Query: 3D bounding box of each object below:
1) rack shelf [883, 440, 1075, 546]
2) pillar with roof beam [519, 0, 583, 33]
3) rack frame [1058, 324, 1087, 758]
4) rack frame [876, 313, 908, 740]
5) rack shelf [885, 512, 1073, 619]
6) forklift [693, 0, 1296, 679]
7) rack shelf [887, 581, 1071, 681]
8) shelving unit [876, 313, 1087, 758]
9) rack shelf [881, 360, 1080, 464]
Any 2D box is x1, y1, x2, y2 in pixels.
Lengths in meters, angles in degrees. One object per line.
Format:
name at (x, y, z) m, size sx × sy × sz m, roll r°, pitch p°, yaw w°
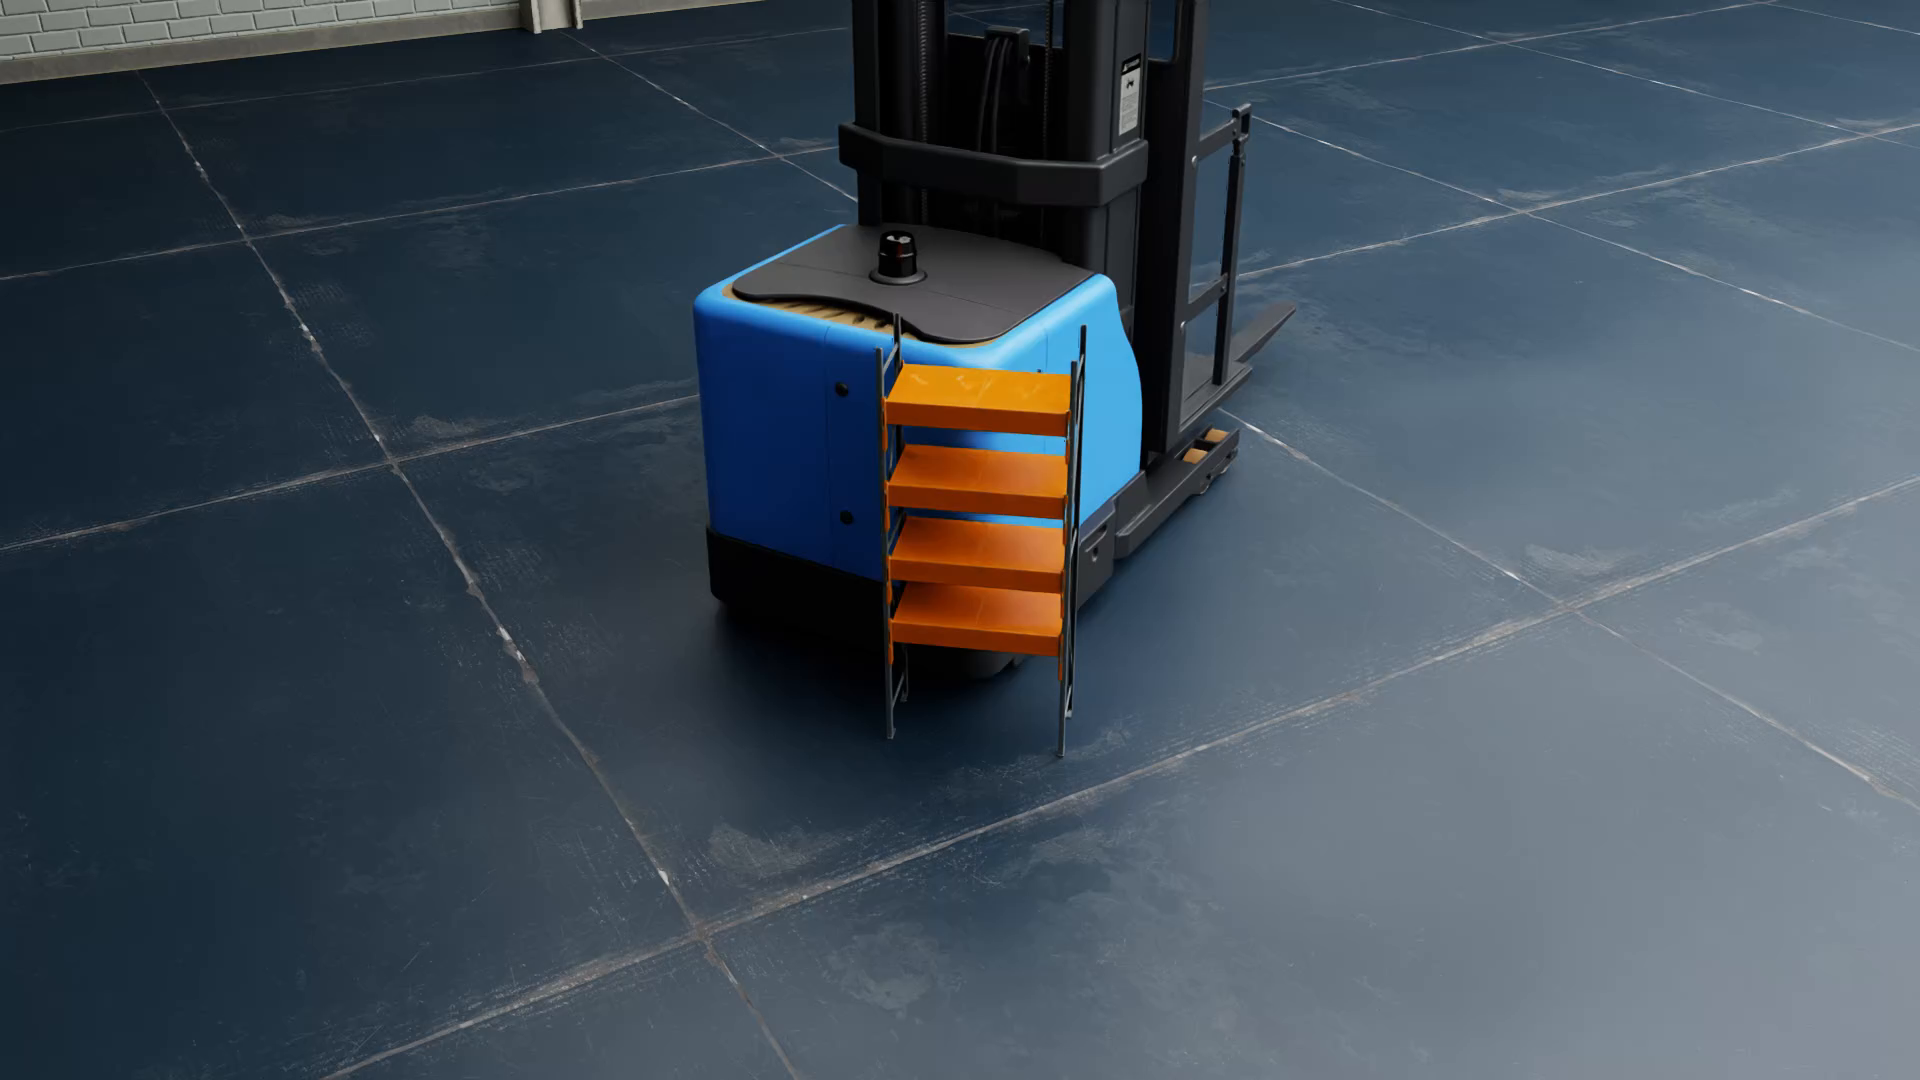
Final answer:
rack shelf at (0.059, -0.128, 4.414) m, size 0.480 × 0.148 × 0.258 m, roll 5°, pitch 30°, yaw 8°
pillar with roof beam at (-1.013, -6.168, 7.613) m, size 0.400 × 9.000 × 9.100 m, roll -16°, pitch 33°, yaw -26°
rack frame at (0.300, 0.027, 4.455) m, size 0.015 × 1.200 × 0.240 m, roll 5°, pitch 30°, yaw 8°
rack frame at (-0.182, -0.012, 4.527) m, size 0.015 × 1.200 × 0.240 m, roll 5°, pitch 30°, yaw 8°
rack shelf at (0.059, 0.066, 4.524) m, size 0.480 × 0.148 × 0.258 m, roll 5°, pitch 30°, yaw 8°
forklift at (0.384, -1.552, 5.528) m, size 1.130 × 2.935 × 3.031 m, roll 16°, pitch 33°, yaw 26°
rack shelf at (0.060, 0.239, 4.622) m, size 0.480 × 0.148 × 0.258 m, roll 5°, pitch 30°, yaw 8°
shelving unit at (0.059, 0.008, 4.491) m, size 0.503 × 1.200 × 0.258 m, roll 5°, pitch 30°, yaw 8°
rack shelf at (0.058, -0.334, 4.297) m, size 0.480 × 0.148 × 0.258 m, roll 5°, pitch 30°, yaw 8°
